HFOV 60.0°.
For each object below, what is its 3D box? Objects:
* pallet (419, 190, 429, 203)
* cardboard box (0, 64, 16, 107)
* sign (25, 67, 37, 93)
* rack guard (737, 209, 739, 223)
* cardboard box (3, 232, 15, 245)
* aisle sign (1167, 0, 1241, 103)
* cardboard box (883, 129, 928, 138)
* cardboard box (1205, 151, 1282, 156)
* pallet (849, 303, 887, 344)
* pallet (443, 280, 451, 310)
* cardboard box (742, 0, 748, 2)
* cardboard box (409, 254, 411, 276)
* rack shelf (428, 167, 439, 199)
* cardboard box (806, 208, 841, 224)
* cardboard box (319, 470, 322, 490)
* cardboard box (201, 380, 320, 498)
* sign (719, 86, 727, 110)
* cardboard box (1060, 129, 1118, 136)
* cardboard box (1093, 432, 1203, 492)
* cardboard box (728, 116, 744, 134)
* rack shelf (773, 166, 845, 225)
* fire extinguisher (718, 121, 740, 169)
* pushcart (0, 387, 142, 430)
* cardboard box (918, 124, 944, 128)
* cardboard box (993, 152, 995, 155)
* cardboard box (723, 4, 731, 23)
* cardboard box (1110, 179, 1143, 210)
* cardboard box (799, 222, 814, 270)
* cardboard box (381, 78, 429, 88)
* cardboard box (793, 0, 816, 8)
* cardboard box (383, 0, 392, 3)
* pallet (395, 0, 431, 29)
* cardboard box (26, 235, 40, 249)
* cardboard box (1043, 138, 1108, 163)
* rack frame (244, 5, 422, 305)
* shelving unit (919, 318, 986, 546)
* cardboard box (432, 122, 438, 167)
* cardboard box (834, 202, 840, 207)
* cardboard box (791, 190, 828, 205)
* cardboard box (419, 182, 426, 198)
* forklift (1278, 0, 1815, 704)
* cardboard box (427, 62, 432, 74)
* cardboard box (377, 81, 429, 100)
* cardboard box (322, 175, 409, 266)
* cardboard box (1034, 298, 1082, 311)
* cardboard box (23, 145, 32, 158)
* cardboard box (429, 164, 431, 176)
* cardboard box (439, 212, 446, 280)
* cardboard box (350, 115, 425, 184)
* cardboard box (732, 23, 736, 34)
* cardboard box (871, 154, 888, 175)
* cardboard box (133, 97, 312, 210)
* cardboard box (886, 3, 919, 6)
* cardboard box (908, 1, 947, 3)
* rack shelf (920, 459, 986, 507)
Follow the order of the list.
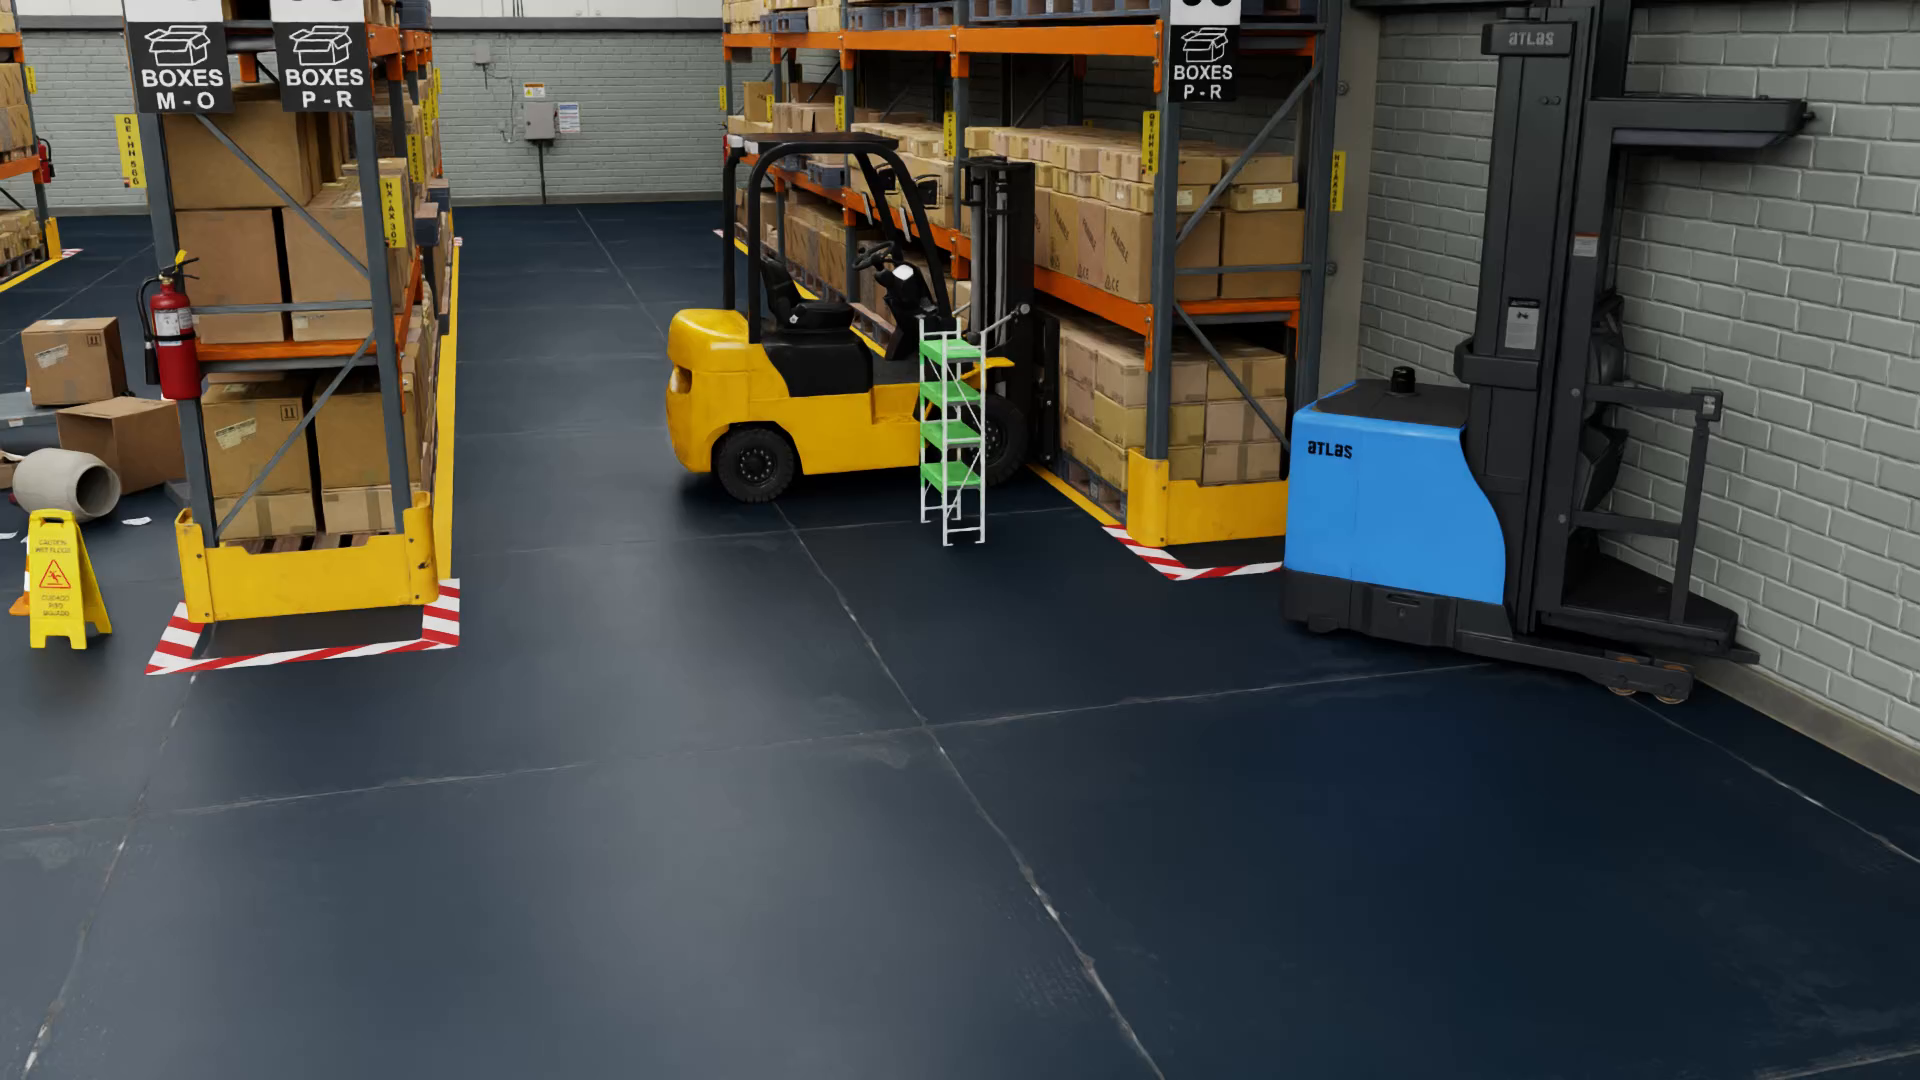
[{"bbox_3d":[-4.840,-2.676,13.480,1.003,0.211,1.213,-5,17,-15],"label":"pallet"},{"bbox_3d":[-11.850,-5.528,20.212,0.500,0.500,0.500,-5,18,-17],"label":"cardboard box"},{"bbox_3d":[-11.815,-5.850,21.151,0.100,0.325,0.005,-5,17,-15],"label":"sign"},{"bbox_3d":[-2.830,-4.700,24.231,1.175,0.500,0.348,-5,17,-15],"label":"rack guard"},{"bbox_3d":[-11.583,-3.602,19.939,0.380,0.149,0.250,-4,17,-12],"label":"cardboard box"},{"bbox_3d":[1.282,-2.696,8.696,0.394,0.787,0.004,-5,17,-15],"label":"aisle sign"},{"bbox_3d":[-0.483,-3.597,14.910,0.380,0.149,0.250,-4,17,-14],"label":"cardboard box"},{"bbox_3d":[1.646,-2.182,9.684,0.380,0.149,0.250,-4,17,-13],"label":"cardboard box"},{"bbox_3d":[-0.464,-2.139,16.207,1.003,0.211,1.213,-5,17,-15],"label":"pallet"},{"bbox_3d":[-5.900,-2.538,17.533,1.003,0.211,1.213,-5,17,-15],"label":"pallet"},{"bbox_3d":[-2.548,-7.102,21.543,0.500,0.250,0.500,-4,17,-14],"label":"cardboard box"},{"bbox_3d":[-3.661,-1.740,10.467,0.380,0.149,0.250,-5,17,-16],"label":"cardboard box"},{"bbox_3d":[-5.973,-3.521,17.210,1.077,0.370,4.000,-5,17,-15],"label":"rack shelf"},{"bbox_3d":[-1.556,-3.719,19.107,0.380,0.149,0.250,-5,17,-15],"label":"cardboard box"},{"bbox_3d":[-3.841,-0.330,9.386,0.500,0.250,0.500,-5,17,-15],"label":"cardboard box"},{"bbox_3d":[-3.696,-0.544,8.794,0.500,0.500,0.500,-5,17,-15],"label":"cardboard box"},{"bbox_3d":[-3.373,-6.290,23.674,0.100,0.325,0.005,-5,17,-15],"label":"sign"},{"bbox_3d":[0.940,-2.891,12.044,0.380,0.149,0.250,-5,17,-16],"label":"cardboard box"},{"bbox_3d":[1.113,-0.482,9.892,0.500,0.250,0.500,-5,17,-15],"label":"cardboard box"},{"bbox_3d":[-2.985,-5.842,23.431,0.500,0.250,0.500,-5,17,-15],"label":"cardboard box"},{"bbox_3d":[-1.202,-3.914,18.520,1.077,0.370,4.000,-5,17,-15],"label":"rack shelf"},{"bbox_3d":[-3.336,-5.707,24.020,0.296,0.674,0.183,-5,17,-15],"label":"fire extinguisher"},{"bbox_3d":[-6.503,-0.756,11.312,1.648,0.377,0.936,-12,20,-34],"label":"pushcart"},{"bbox_3d":[-0.189,-3.927,16.009,0.380,0.149,0.250,-4,17,-14],"label":"cardboard box"},{"bbox_3d":[0.453,-2.707,11.950,0.380,0.149,0.250,-5,17,-15],"label":"cardboard box"},{"bbox_3d":[-2.992,-7.281,23.008,0.500,0.250,0.500,-5,17,-16],"label":"cardboard box"},{"bbox_3d":[1.083,-1.993,9.573,0.380,0.149,0.250,-4,17,-14],"label":"cardboard box"},{"bbox_3d":[-1.546,-3.380,19.104,0.500,0.500,0.500,-5,17,-17],"label":"cardboard box"},{"bbox_3d":[-6.421,-5.096,19.292,0.500,0.500,0.500,-5,17,-15],"label":"cardboard box"},{"bbox_3d":[-1.605,-5.840,17.999,0.380,0.149,0.250,-4,17,-14],"label":"cardboard box"},{"bbox_3d":[-3.805,-3.472,10.328,0.500,0.250,0.500,-5,17,-16],"label":"cardboard box"},{"bbox_3d":[-4.392,-3.732,11.773,1.213,0.211,1.003,-5,17,-15],"label":"pallet"},{"bbox_3d":[-11.841,-3.749,20.945,0.380,0.149,0.250,-4,17,-14],"label":"cardboard box"},{"bbox_3d":[0.765,-2.571,10.979,0.380,0.149,0.250,-5,17,-15],"label":"cardboard box"},{"bbox_3d":[-4.325,-2.206,11.581,1.000,3.000,0.127,-5,17,-15],"label":"rack frame"},{"bbox_3d":[-0.046,-0.620,9.432,0.258,1.200,0.503,-5,17,-15],"label":"shelving unit"},{"bbox_3d":[-6.400,-4.617,19.435,0.500,0.500,0.500,-4,17,-13],"label":"cardboard box"},{"bbox_3d":[-1.296,-3.975,19.960,0.380,0.149,0.250,-5,17,-15],"label":"cardboard box"},{"bbox_3d":[-1.791,-4.081,19.794,0.380,0.149,0.250,-6,18,-18],"label":"cardboard box"},{"bbox_3d":[-4.504,-2.827,13.357,0.380,0.149,0.250,-4,17,-13],"label":"cardboard box"},{"bbox_3d":[3.066,-0.876,7.273,3.031,2.935,1.130,10,19,29],"label":"forklift"},{"bbox_3d":[-7.086,-6.146,21.659,0.380,0.149,0.250,-5,17,-16],"label":"cardboard box"},{"bbox_3d":[-6.010,-4.699,17.970,0.500,0.500,0.500,-4,17,-14],"label":"cardboard box"},{"bbox_3d":[-3.523,-1.867,9.761,0.500,0.500,0.500,-5,17,-16],"label":"cardboard box"},{"bbox_3d":[0.557,-1.525,11.626,0.500,0.250,0.500,-4,17,-13],"label":"cardboard box"},{"bbox_3d":[-11.993,-4.918,21.046,0.380,0.149,0.250,-5,17,-15],"label":"cardboard box"},{"bbox_3d":[-5.752,-3.818,17.209,0.500,0.250,0.500,-5,17,-15],"label":"cardboard box"},{"bbox_3d":[-6.020,-3.188,17.814,0.875,0.875,0.875,-4,17,-14],"label":"cardboard box"},{"bbox_3d":[-4.439,-3.026,12.891,0.500,0.500,0.500,-5,17,-16],"label":"cardboard box"},{"bbox_3d":[-2.866,-6.908,22.459,0.380,0.149,0.250,-4,17,-14],"label":"cardboard box"},{"bbox_3d":[-0.502,-3.446,15.103,0.500,0.250,0.500,-5,17,-17],"label":"cardboard box"},{"bbox_3d":[-3.576,-1.893,8.110,0.700,0.500,0.500,-5,17,-17],"label":"cardboard box"},{"bbox_3d":[-0.523,-5.381,16.506,0.380,0.149,0.250,-5,17,-15],"label":"cardboard box"},{"bbox_3d":[-0.207,-5.139,15.490,0.500,0.250,0.500,-5,17,-15],"label":"cardboard box"},{"bbox_3d":[-0.046,-0.329,9.519,0.258,0.148,0.480,-5,17,-15],"label":"rack shelf"}]
